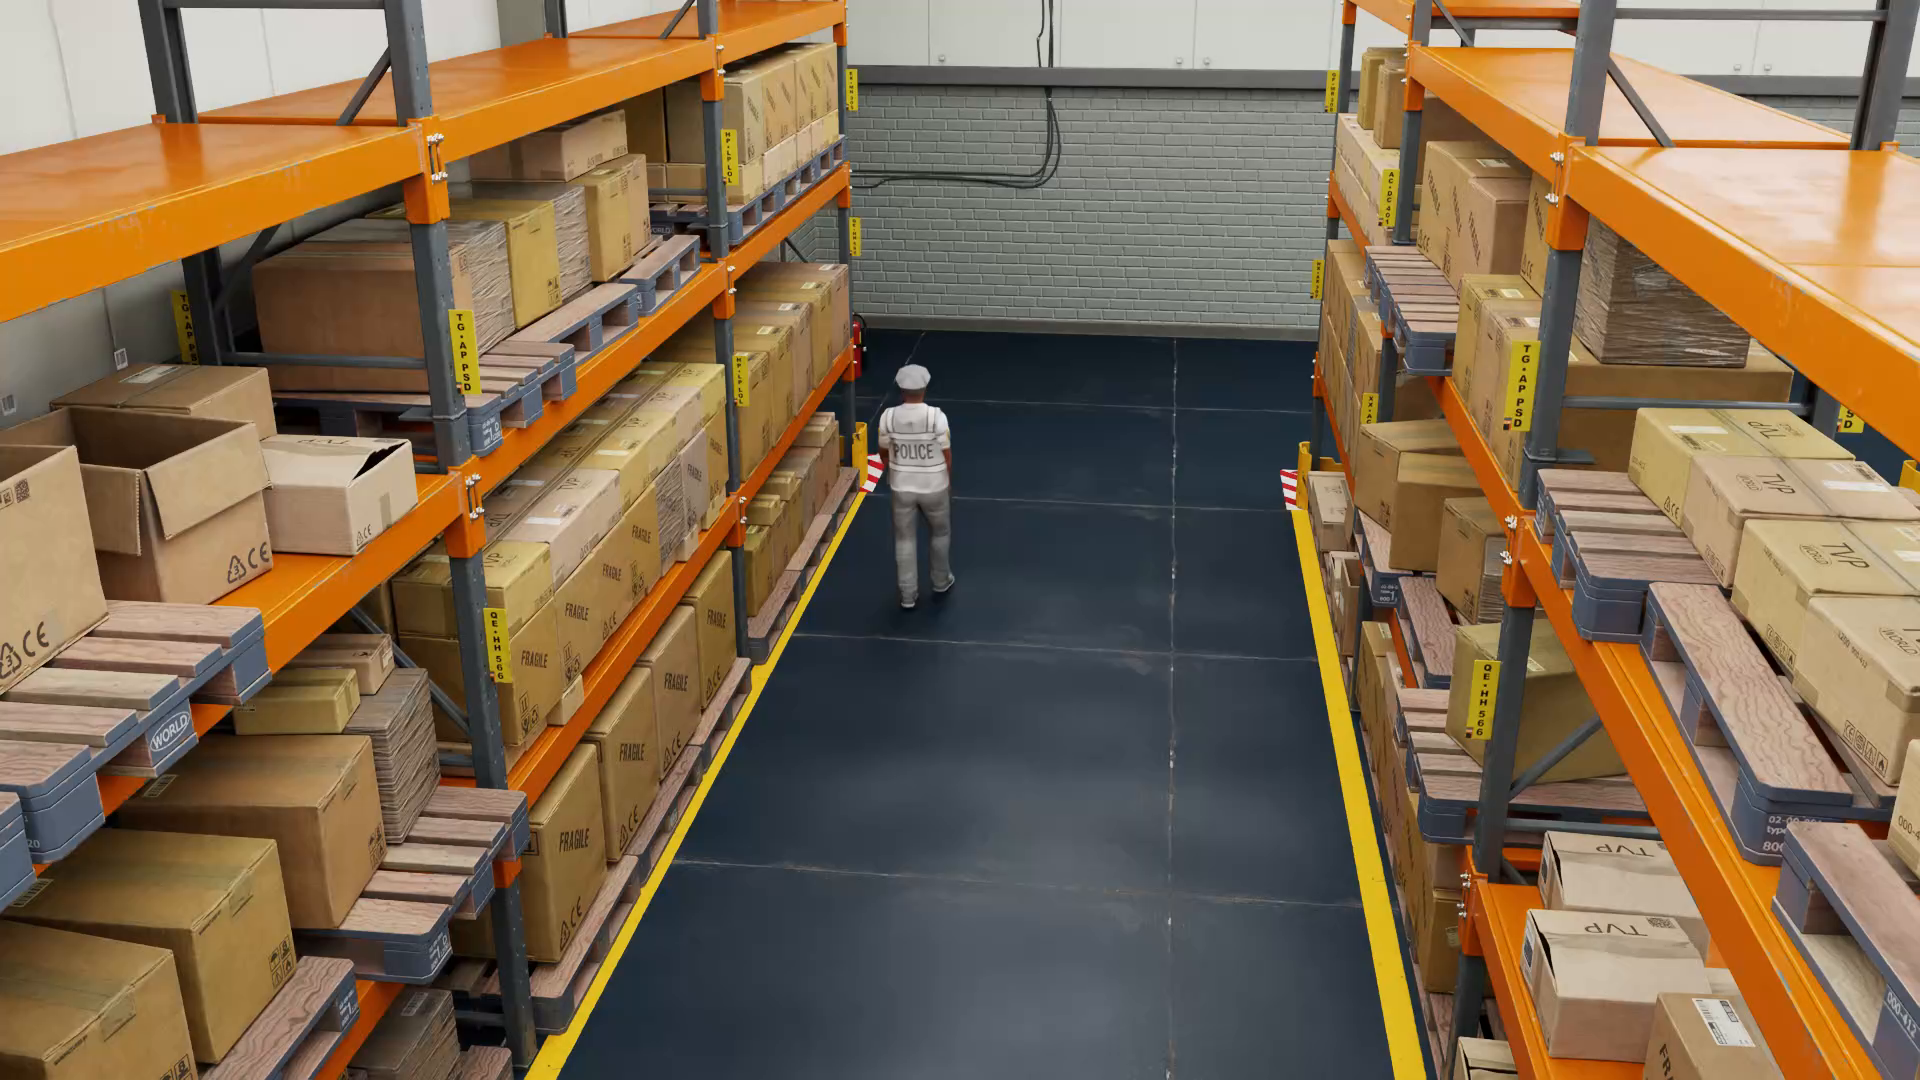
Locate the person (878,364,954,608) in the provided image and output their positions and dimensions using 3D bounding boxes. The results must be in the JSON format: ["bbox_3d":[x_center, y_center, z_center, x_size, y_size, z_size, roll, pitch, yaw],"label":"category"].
[{"bbox_3d":[-0.310,-0.429,12.115,0.536,1.777,0.634,2,21,6],"label":"person"}]
